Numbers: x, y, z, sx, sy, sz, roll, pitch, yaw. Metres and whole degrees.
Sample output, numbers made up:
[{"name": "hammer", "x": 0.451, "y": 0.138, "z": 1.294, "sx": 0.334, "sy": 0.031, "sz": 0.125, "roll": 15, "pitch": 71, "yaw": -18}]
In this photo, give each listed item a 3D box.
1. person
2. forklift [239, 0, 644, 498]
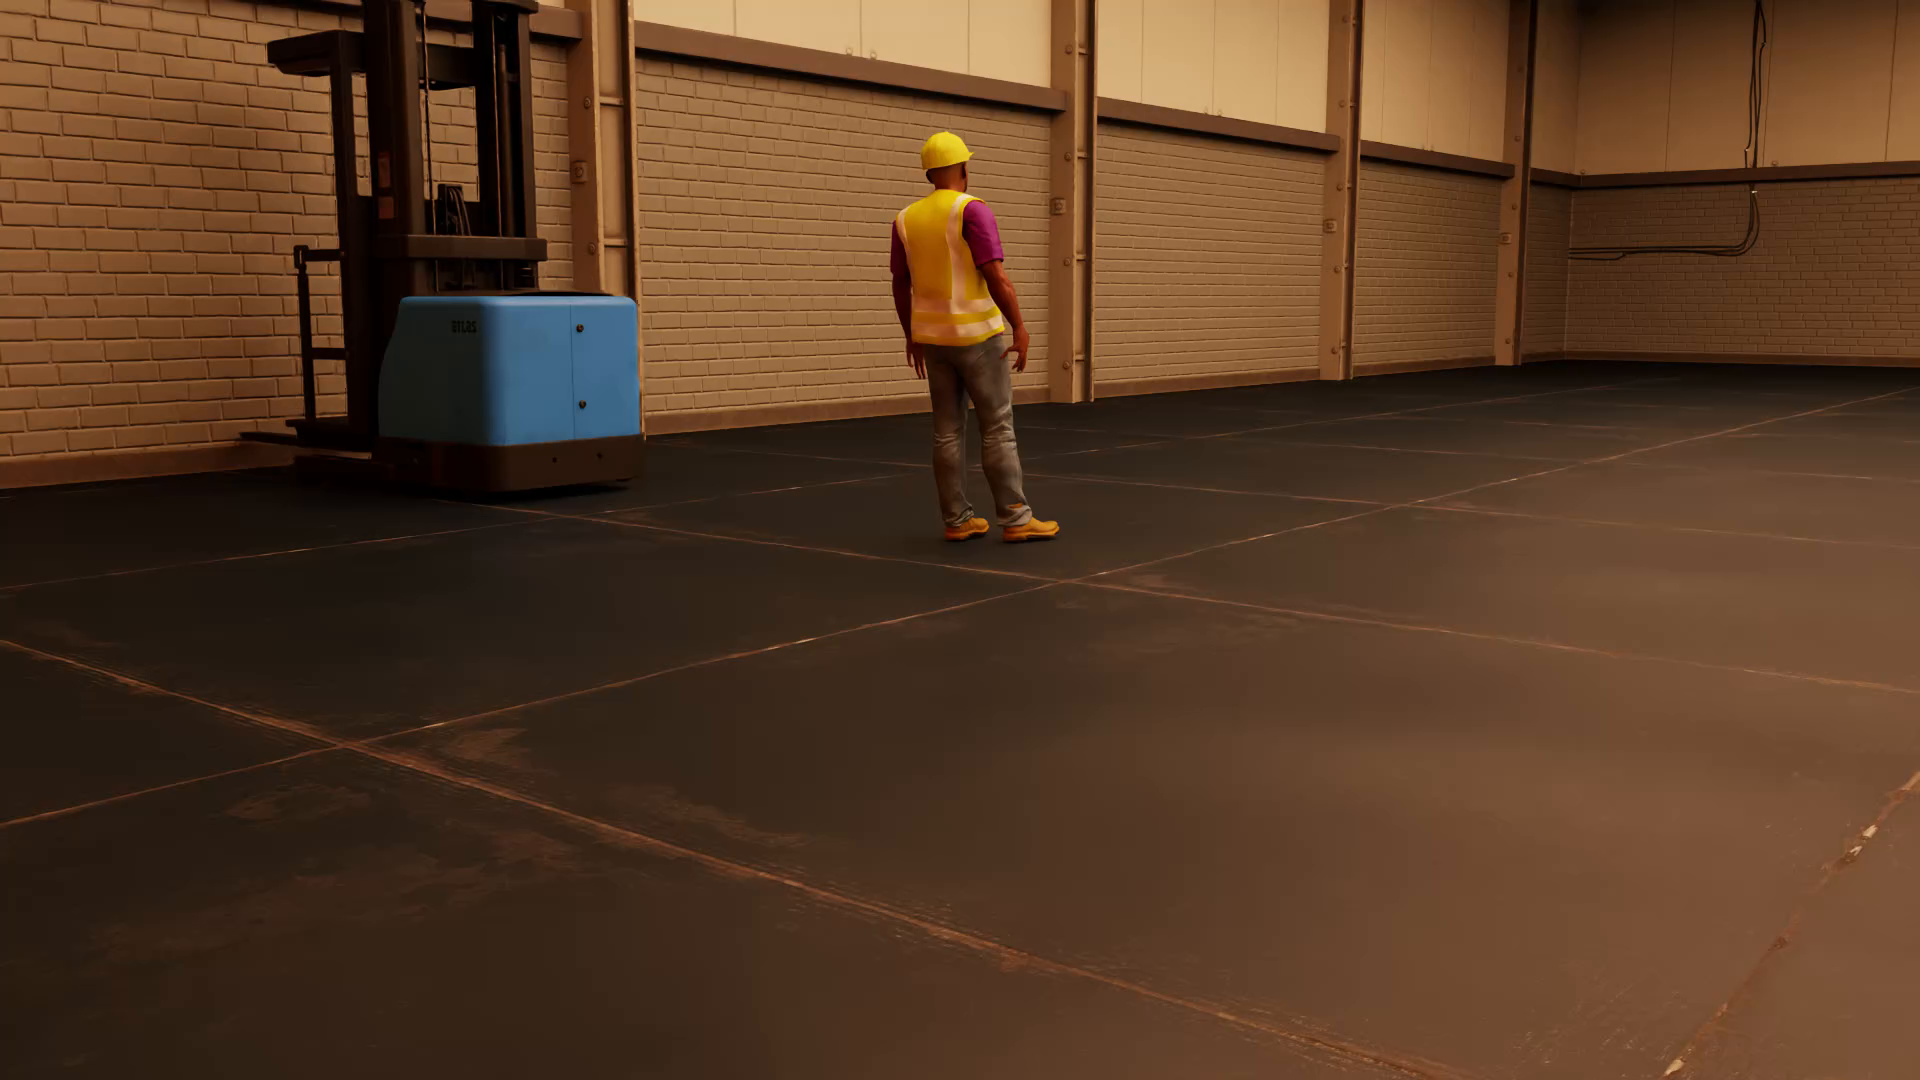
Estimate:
[{"name": "person", "x": -0.001, "y": -0.909, "z": 7.262, "sx": 0.666, "sy": 1.709, "sz": 0.418, "roll": 7, "pitch": 11, "yaw": 38}, {"name": "forklift", "x": -3.244, "y": -1.816, "z": 9.692, "sx": 3.031, "sy": 2.935, "sz": 1.130, "roll": 7, "pitch": 11, "yaw": 38}]
